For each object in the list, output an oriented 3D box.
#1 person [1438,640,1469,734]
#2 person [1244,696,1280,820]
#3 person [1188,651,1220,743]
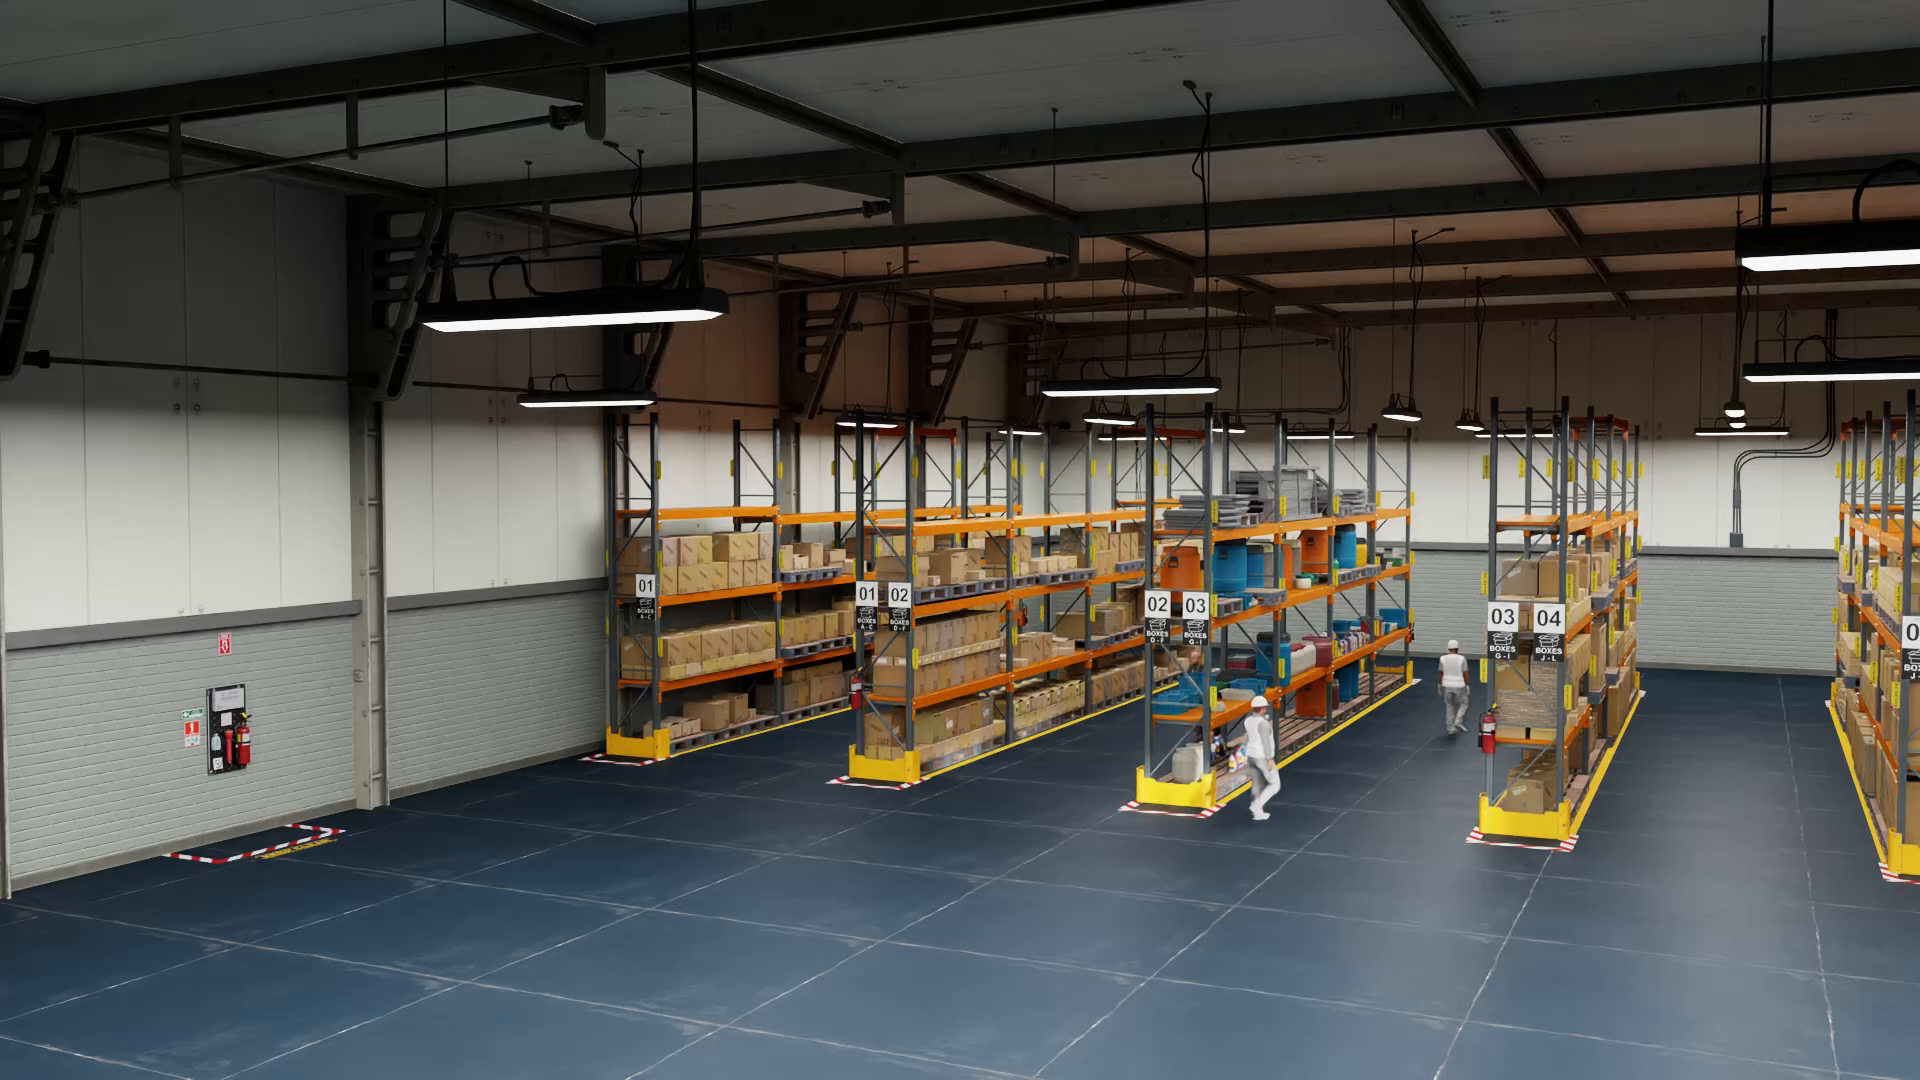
[{"bbox_3d":[9.346,2.789,31.502,0.586,1.784,0.521,1,3,28],"label":"person"},{"bbox_3d":[4.264,3.124,23.793,0.484,1.761,0.635,-1,3,-25],"label":"person"},{"bbox_3d":[4.476,2.879,30.504,0.656,1.691,0.598,-2,3,-45],"label":"person"}]
